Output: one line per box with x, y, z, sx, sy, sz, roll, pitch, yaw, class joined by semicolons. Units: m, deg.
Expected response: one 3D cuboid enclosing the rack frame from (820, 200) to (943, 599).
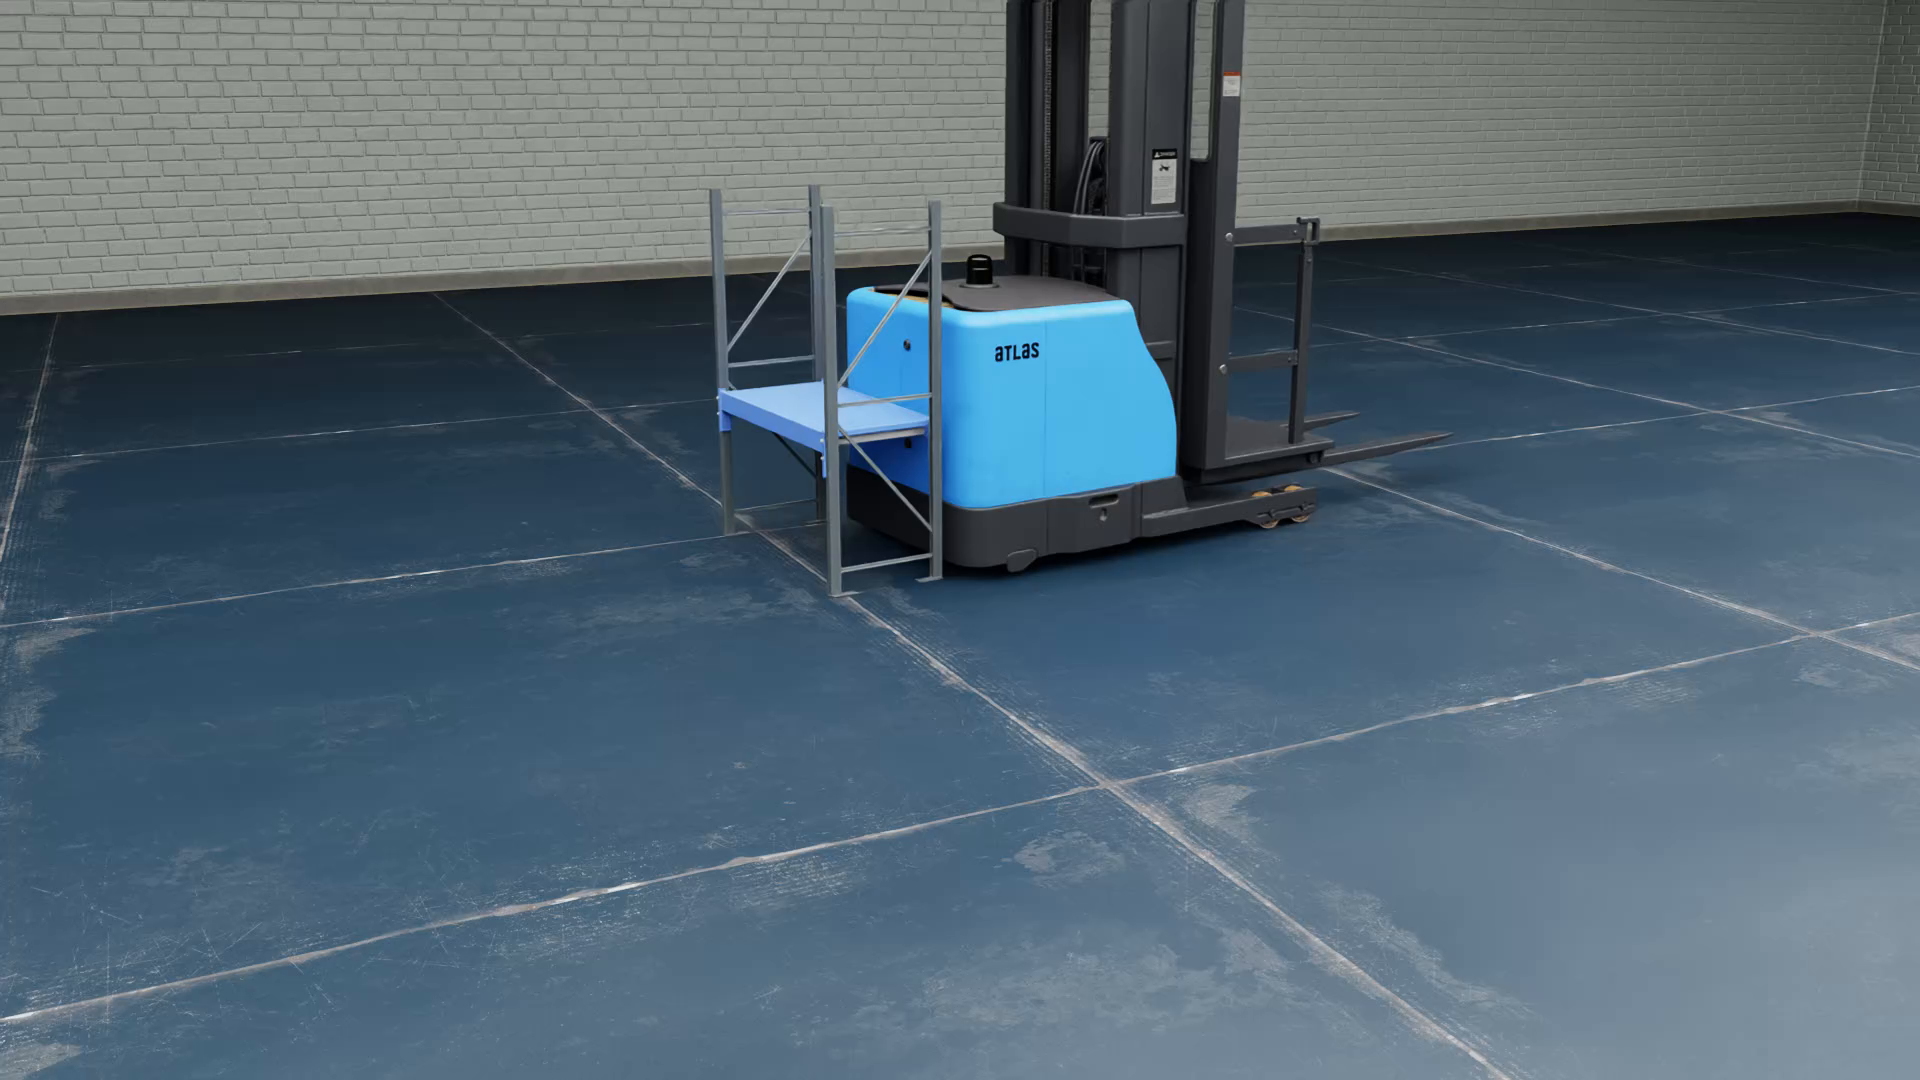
-0.291;-0.531;6.383;0.500;1.500;0.032;-10;19;-30;rack frame

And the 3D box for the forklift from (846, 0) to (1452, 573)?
1.010;-1.569;7.405;3.031;2.935;1.130;-10;19;-32;forklift

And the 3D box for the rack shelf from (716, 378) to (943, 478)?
-0.556;-0.478;6.850;0.538;0.185;1.000;-10;19;-30;rack shelf

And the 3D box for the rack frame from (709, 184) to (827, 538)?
-0.820;-0.771;7.217;0.500;1.500;0.032;-10;19;-30;rack frame

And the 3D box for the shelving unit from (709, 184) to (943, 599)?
-0.556;-0.651;6.800;0.538;1.500;1.048;-10;19;-30;shelving unit
